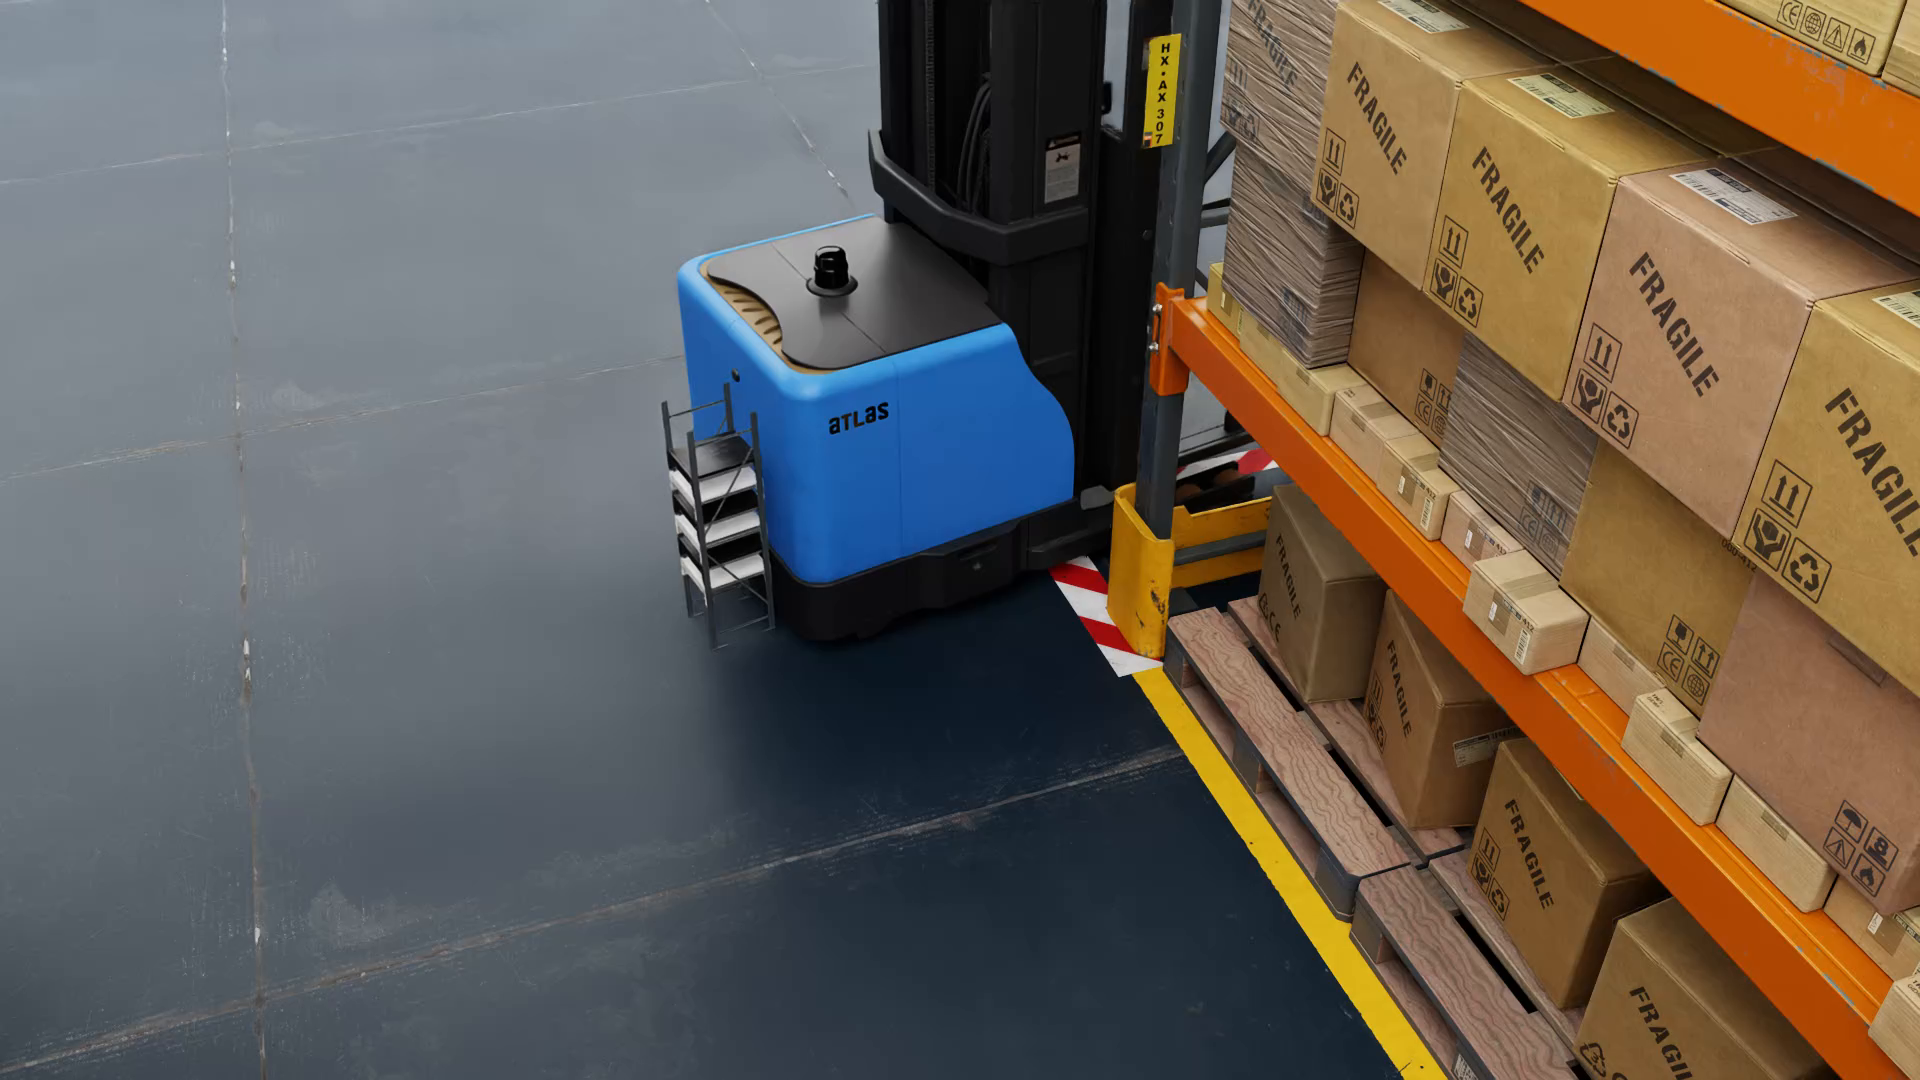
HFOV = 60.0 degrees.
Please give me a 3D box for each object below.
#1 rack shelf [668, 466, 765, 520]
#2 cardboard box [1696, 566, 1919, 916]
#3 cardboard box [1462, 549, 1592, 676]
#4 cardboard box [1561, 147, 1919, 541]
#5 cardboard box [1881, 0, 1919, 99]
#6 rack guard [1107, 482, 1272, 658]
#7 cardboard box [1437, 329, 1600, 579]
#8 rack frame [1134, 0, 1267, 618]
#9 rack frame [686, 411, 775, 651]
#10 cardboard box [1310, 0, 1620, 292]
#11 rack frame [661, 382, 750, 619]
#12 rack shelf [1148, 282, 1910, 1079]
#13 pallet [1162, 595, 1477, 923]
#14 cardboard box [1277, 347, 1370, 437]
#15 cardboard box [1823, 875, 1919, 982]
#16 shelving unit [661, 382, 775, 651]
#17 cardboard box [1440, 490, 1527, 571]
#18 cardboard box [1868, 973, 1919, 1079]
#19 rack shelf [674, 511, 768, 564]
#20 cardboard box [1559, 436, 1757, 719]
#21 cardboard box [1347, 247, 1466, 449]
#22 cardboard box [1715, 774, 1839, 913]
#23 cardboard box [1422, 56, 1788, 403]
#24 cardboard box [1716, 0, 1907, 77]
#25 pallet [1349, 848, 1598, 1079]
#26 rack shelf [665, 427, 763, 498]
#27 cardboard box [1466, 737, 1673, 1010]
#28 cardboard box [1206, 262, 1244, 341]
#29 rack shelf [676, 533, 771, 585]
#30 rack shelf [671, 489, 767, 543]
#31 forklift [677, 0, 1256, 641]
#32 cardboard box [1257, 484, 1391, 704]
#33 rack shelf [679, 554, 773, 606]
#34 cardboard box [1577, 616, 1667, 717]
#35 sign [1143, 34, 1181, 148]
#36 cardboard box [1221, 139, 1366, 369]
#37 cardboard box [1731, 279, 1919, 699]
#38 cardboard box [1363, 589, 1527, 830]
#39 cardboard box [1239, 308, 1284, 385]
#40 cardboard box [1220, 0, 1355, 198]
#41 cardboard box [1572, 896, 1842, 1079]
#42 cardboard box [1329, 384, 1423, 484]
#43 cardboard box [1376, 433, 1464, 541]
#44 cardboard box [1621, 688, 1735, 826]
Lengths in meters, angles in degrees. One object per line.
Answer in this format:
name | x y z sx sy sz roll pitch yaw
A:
rack shelf | -0.805 -0.184 5.502 0.258 0.077 0.200 -20 41 -24
cardboard box | 1.960 0.242 3.106 0.875 0.500 0.500 -12 39 -16
cardboard box | 1.385 0.137 3.783 0.380 0.149 0.250 -12 39 -16
cardboard box | 1.536 -0.385 3.106 0.500 0.500 0.500 -12 39 -16
cardboard box | 1.710 -0.707 2.327 0.500 0.250 0.500 -13 39 -16
rack guard | 1.112 0.000 5.834 1.175 0.500 0.348 -12 39 -16
cardboard box | 1.665 -0.334 3.870 0.875 0.500 0.500 -12 39 -16
rack frame | 1.086 -1.041 5.139 1.000 3.000 0.127 -12 39 -16
rack frame | -0.752 -0.014 5.521 0.240 0.900 0.006 -20 41 -24
cardboard box | 1.185 -0.948 3.854 0.500 0.500 0.500 -12 39 -16
rack frame | -0.858 -0.119 5.660 0.240 0.900 0.006 -20 41 -24
rack shelf | 1.774 0.376 3.855 1.077 0.370 4.000 -12 39 -16
pallet | 1.358 0.582 5.302 1.003 0.211 1.213 -12 39 -16
cardboard box | 1.100 -0.441 4.551 0.380 0.149 0.250 -12 39 -16
cardboard box | 1.853 0.675 3.070 0.380 0.149 0.250 -12 39 -16
shelving unit | -0.805 -0.066 5.590 0.258 0.900 0.210 -20 41 -24
cardboard box | 1.396 -0.025 3.999 0.380 0.149 0.250 -12 39 -16
cardboard box | 1.815 0.843 2.846 0.380 0.149 0.250 -12 39 -16
rack shelf | -0.805 -0.040 5.610 0.258 0.077 0.200 -20 41 -24
cardboard box | 1.827 -0.049 3.492 0.875 0.500 0.500 -12 39 -16
cardboard box | 1.534 -0.626 4.257 0.875 0.500 0.500 -12 39 -16
cardboard box | 1.729 0.542 3.246 0.380 0.149 0.250 -12 39 -16
cardboard box | 1.358 -0.666 3.479 0.500 0.500 0.500 -12 39 -16
cardboard box | 1.543 -0.990 2.702 0.500 0.250 0.500 -11 38 -15
pallet | 1.774 1.270 4.388 1.003 0.211 1.213 -12 39 -16
rack shelf | -0.805 -0.256 5.448 0.258 0.077 0.200 -20 41 -24
cardboard box | 1.720 0.834 4.378 0.500 0.500 0.500 -9 38 -12
cardboard box | 0.960 -0.730 4.935 0.380 0.149 0.250 -12 39 -16
rack shelf | -0.805 0.032 5.664 0.258 0.077 0.200 -20 41 -24
rack shelf | -0.805 -0.112 5.556 0.258 0.077 0.200 -20 41 -24
forklift | 0.540 -1.472 5.768 3.031 2.935 1.130 -19 41 -24
cardboard box | 1.285 0.146 5.292 0.500 0.500 0.500 -6 37 -7
rack shelf | -0.805 0.104 5.719 0.258 0.077 0.200 -20 41 -24
cardboard box | 1.596 0.251 3.632 0.380 0.149 0.250 -12 39 -16
sign | 0.576 -1.274 4.729 0.100 0.325 0.005 -12 39 -16
cardboard box | 1.249 -0.883 4.599 0.875 0.500 0.500 -12 39 -16
cardboard box | 1.705 -0.101 2.730 0.500 0.500 0.500 -12 39 -16
cardboard box | 1.523 0.477 4.853 0.500 0.500 0.500 -3 37 -4
cardboard box | 1.028 -0.585 4.742 0.380 0.149 0.250 -12 39 -16
cardboard box | 1.019 -1.232 4.231 0.500 0.500 0.500 -12 39 -16
cardboard box | 1.871 1.159 3.947 0.500 0.500 0.500 -16 40 -20
cardboard box | 1.205 -0.304 4.369 0.380 0.149 0.250 -12 39 -16
cardboard box | 1.285 -0.161 4.179 0.380 0.149 0.250 -12 39 -16
cardboard box | 1.610 0.408 3.424 0.380 0.149 0.250 -12 39 -16
